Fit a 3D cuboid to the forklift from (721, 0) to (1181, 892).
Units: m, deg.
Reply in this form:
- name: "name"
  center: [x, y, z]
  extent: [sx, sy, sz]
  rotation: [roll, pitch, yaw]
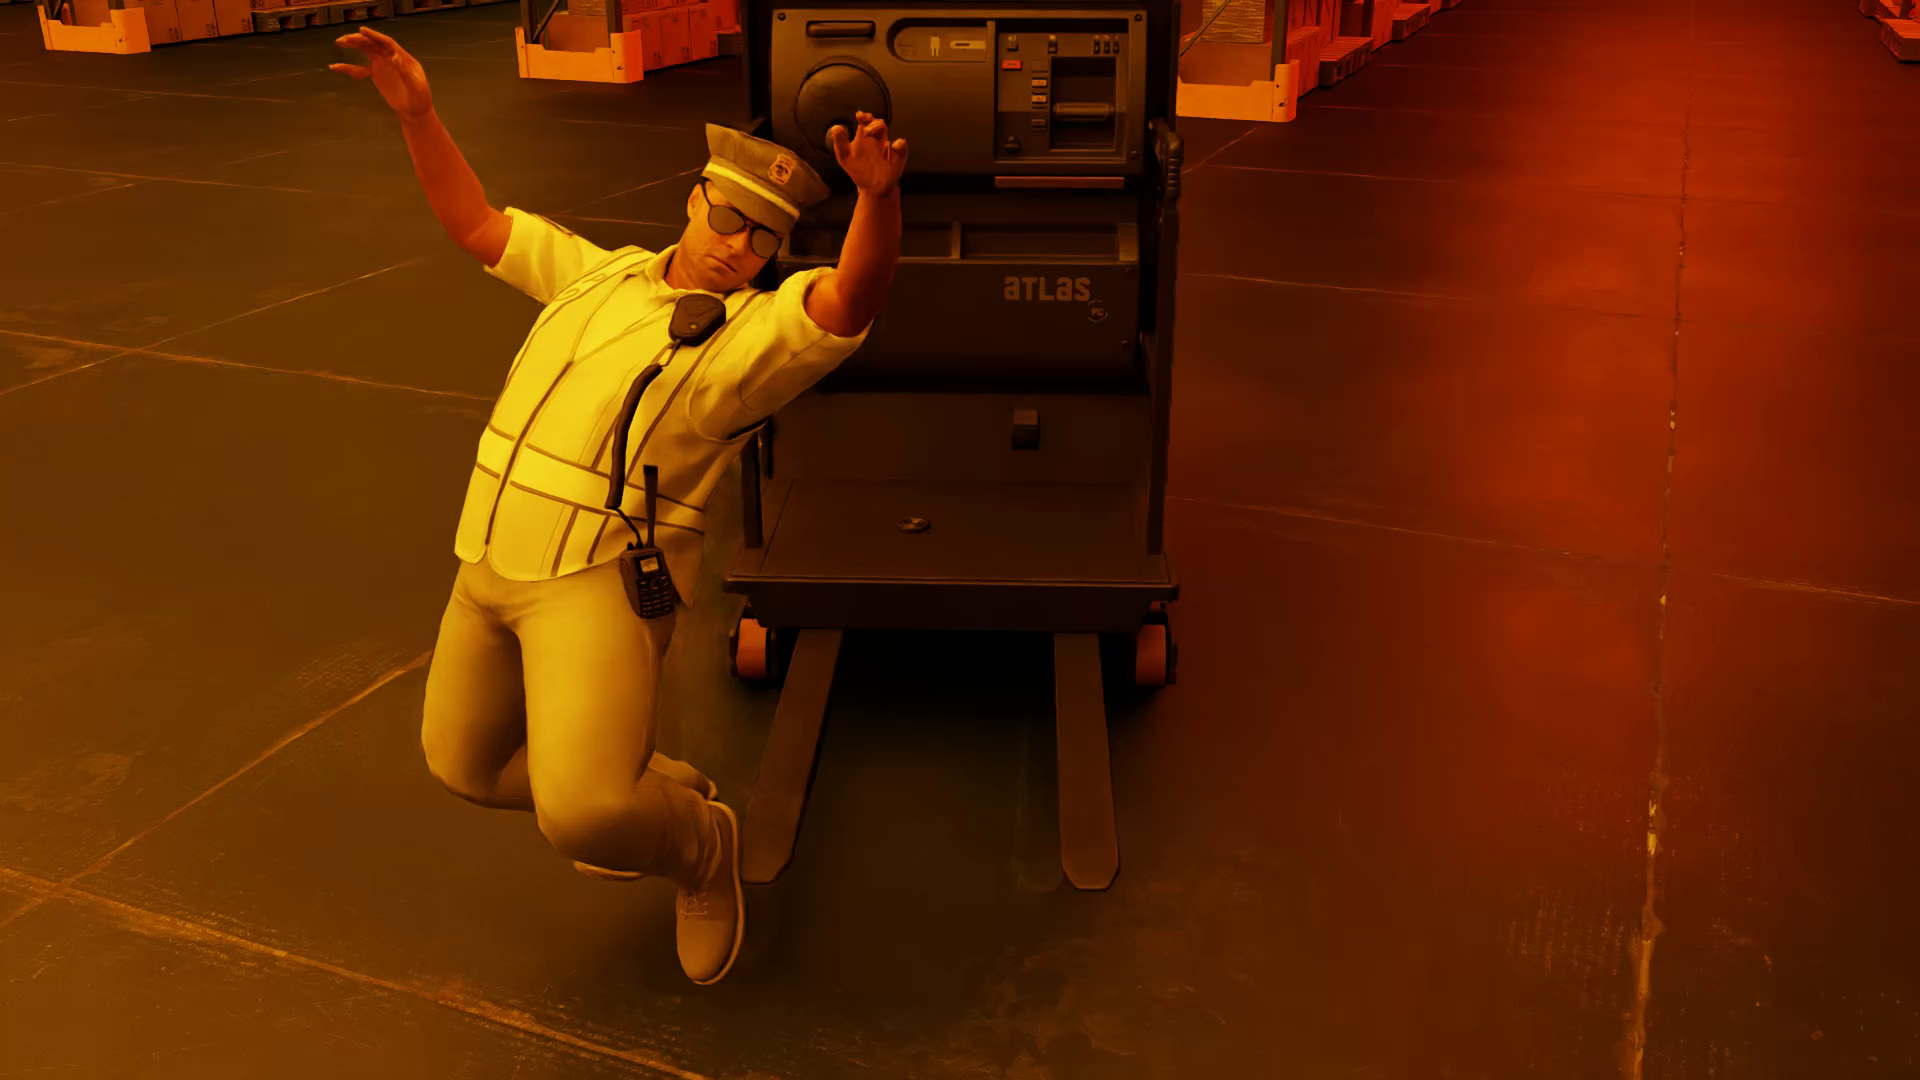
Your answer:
- name: "forklift"
  center: [-0.009, -1.104, 3.933]
  extent: [1.130, 2.935, 3.031]
  rotation: [1, 23, 2]

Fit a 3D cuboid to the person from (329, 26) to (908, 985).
- name: "person"
  center: [-0.489, -0.015, 2.848]
  extent: [1.025, 1.654, 0.839]
  rotation: [18, 29, 36]
